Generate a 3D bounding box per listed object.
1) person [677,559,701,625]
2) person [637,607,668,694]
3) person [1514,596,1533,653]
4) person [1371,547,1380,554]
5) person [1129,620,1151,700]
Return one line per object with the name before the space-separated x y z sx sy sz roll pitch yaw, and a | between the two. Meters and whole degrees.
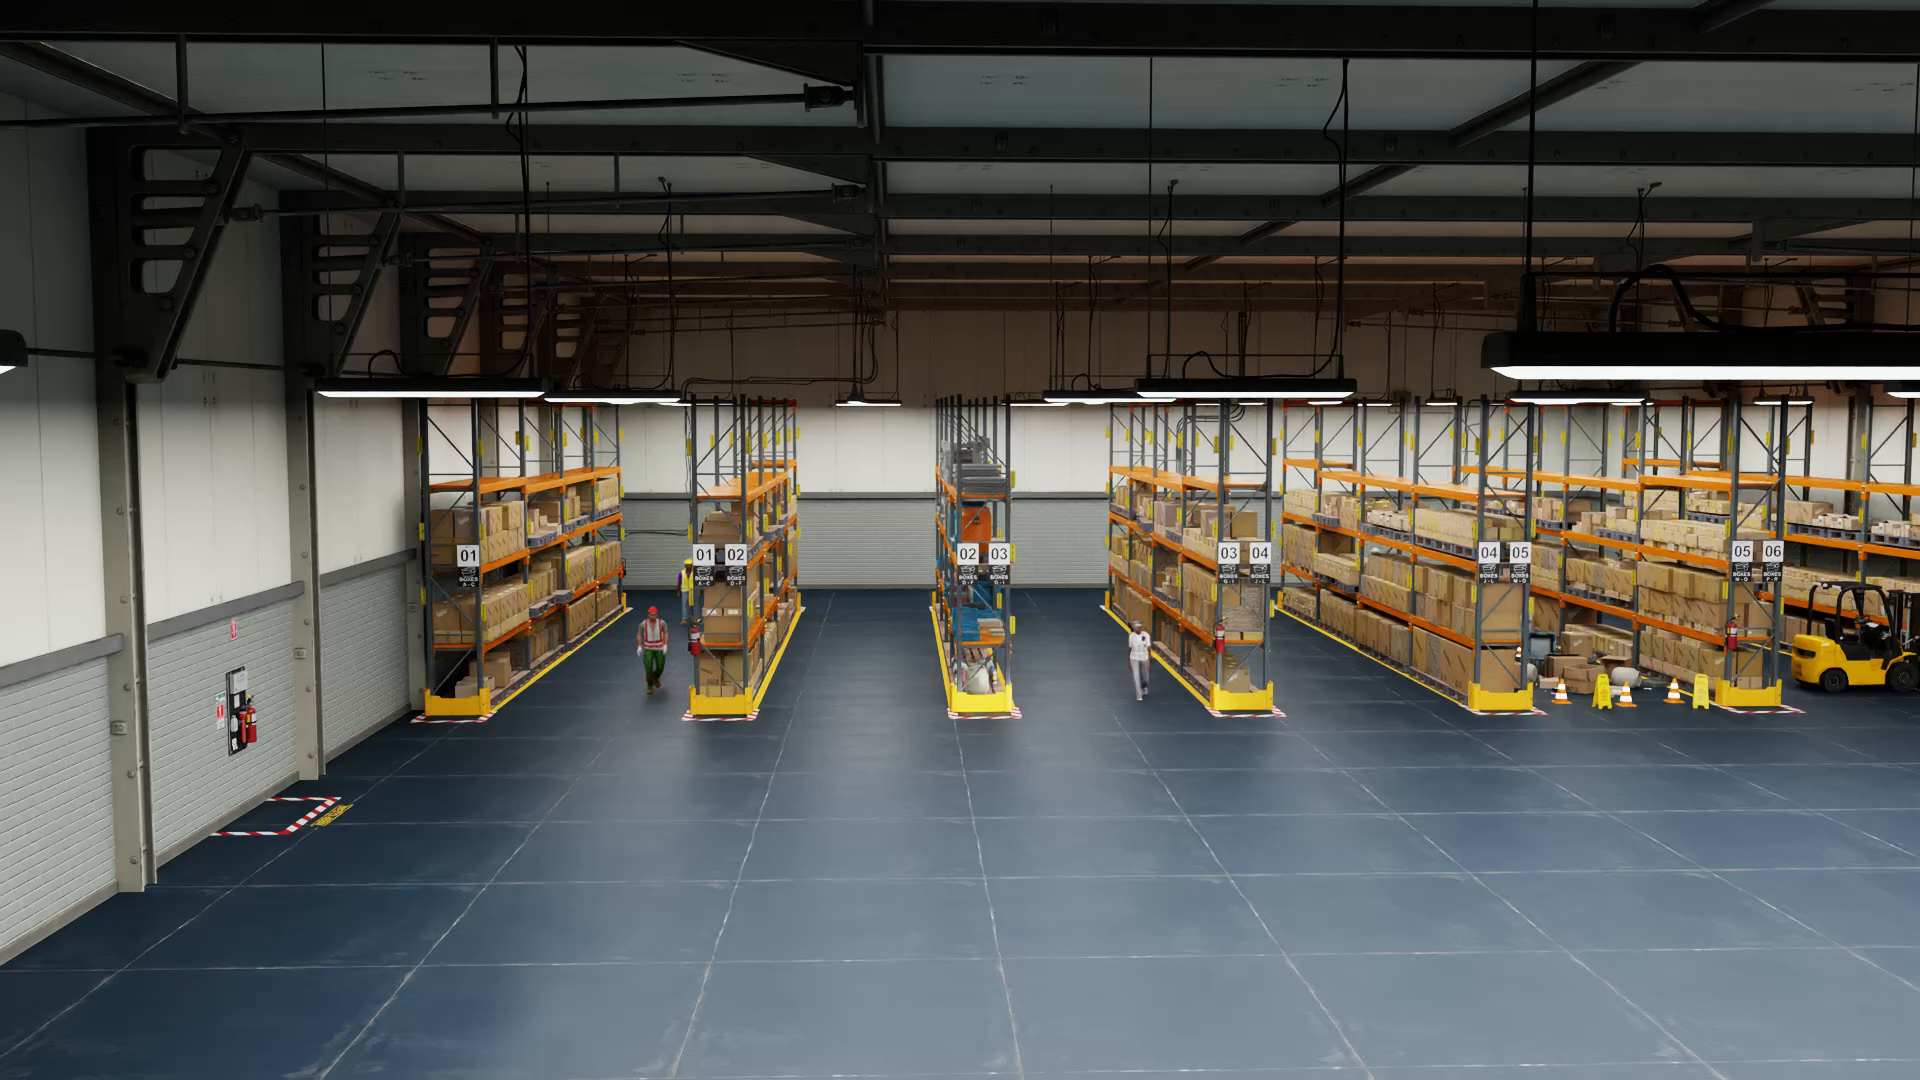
person | -7.226 1.371 44.274 0.674 1.708 1.085 0 4 -2
person | -6.219 2.203 33.630 0.626 1.767 0.689 -1 5 -13
person | 13.254 1.882 38.930 0.395 1.617 0.627 -1 5 -17
person | 12.034 1.052 48.152 0.982 1.700 0.530 2 5 23
person | 3.556 2.351 32.900 0.434 1.541 0.960 0 5 6
